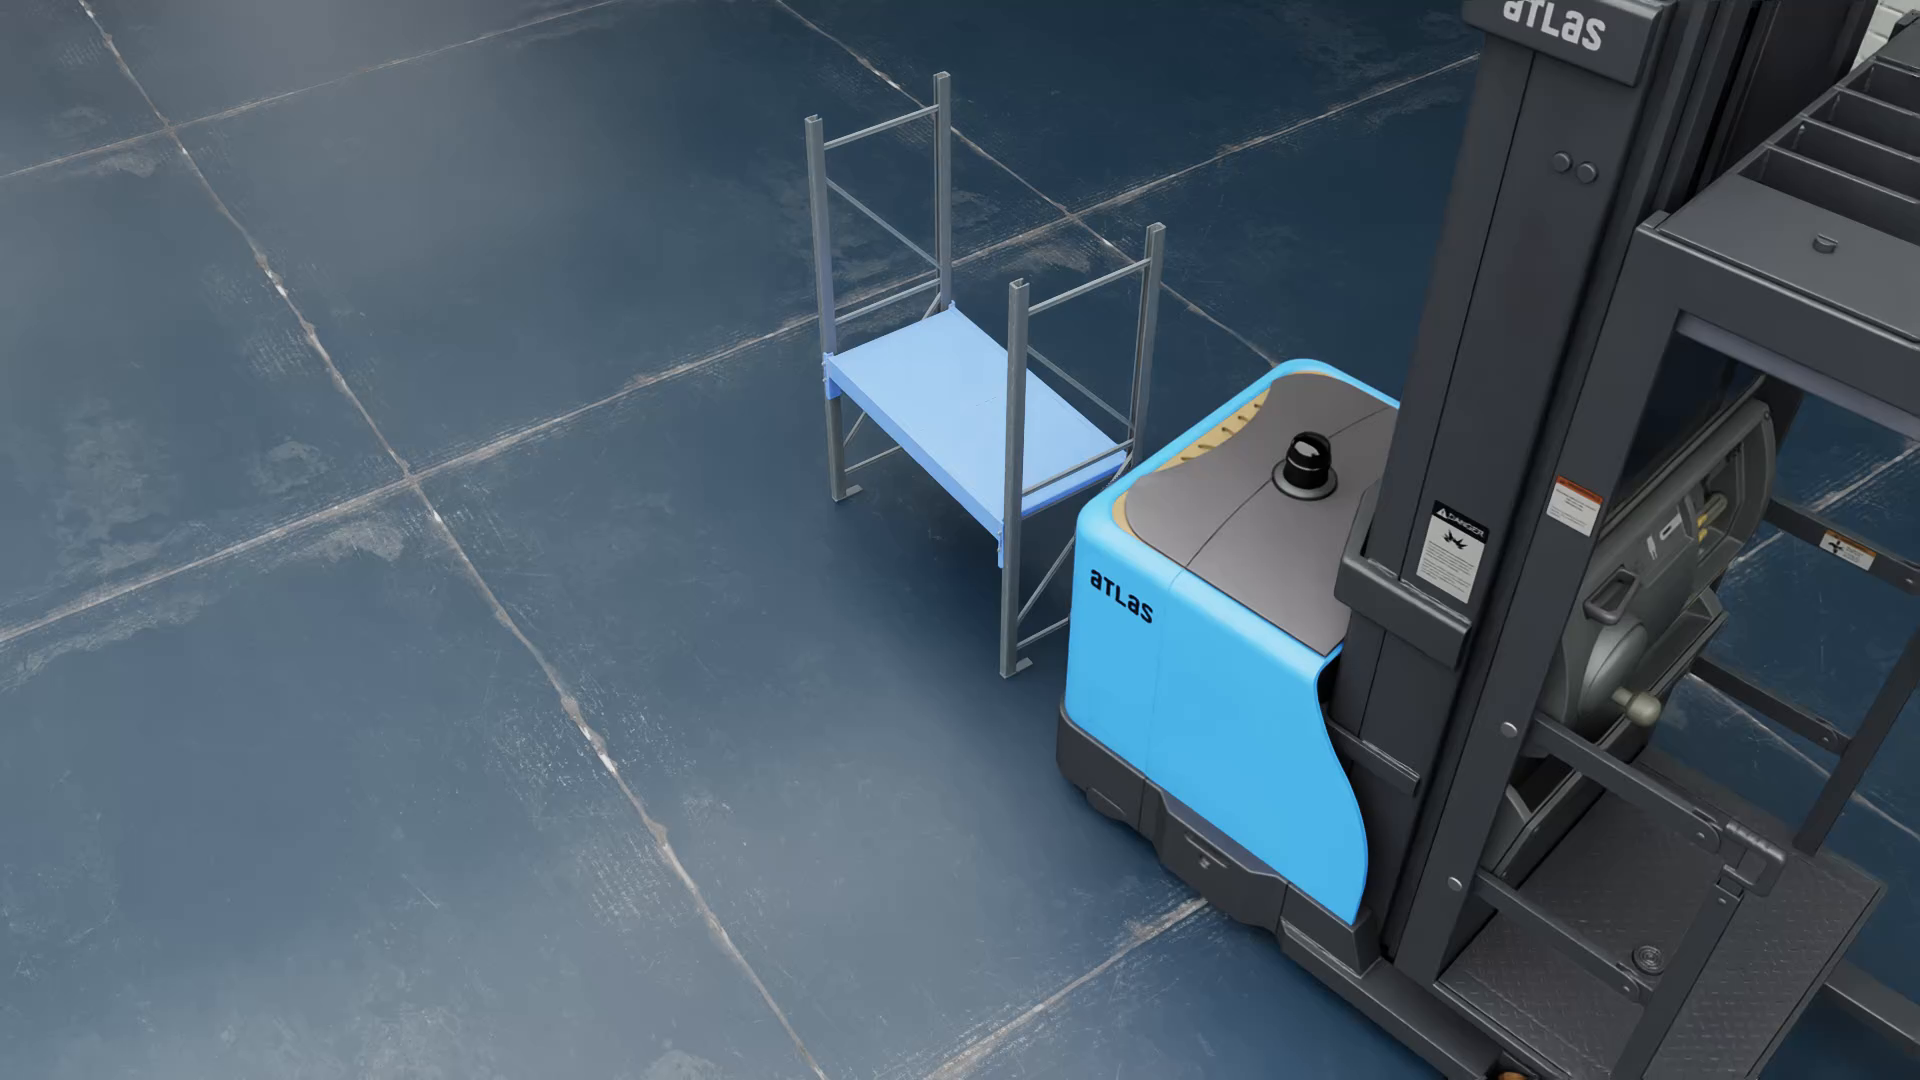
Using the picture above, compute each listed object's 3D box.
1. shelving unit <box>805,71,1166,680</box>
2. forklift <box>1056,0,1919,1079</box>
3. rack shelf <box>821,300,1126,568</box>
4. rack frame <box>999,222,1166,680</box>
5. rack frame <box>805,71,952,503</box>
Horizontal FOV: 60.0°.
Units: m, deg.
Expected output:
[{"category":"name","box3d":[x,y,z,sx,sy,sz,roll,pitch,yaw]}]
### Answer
[{"category":"shelving unit","box3d":[0.049,-0.494,5.182,0.538,1.500,1.048,-26,49,-24]},{"category":"forklift","box3d":[1.685,0.125,3.496,3.031,2.935,1.130,35,53,31]},{"category":"rack shelf","box3d":[0.049,-0.364,5.306,0.538,0.185,1.000,-26,49,-24]},{"category":"rack frame","box3d":[0.340,-0.206,4.880,0.500,1.500,0.032,-26,49,-24]},{"category":"rack frame","box3d":[-0.242,-0.782,5.483,0.500,1.500,0.032,-26,49,-24]}]
